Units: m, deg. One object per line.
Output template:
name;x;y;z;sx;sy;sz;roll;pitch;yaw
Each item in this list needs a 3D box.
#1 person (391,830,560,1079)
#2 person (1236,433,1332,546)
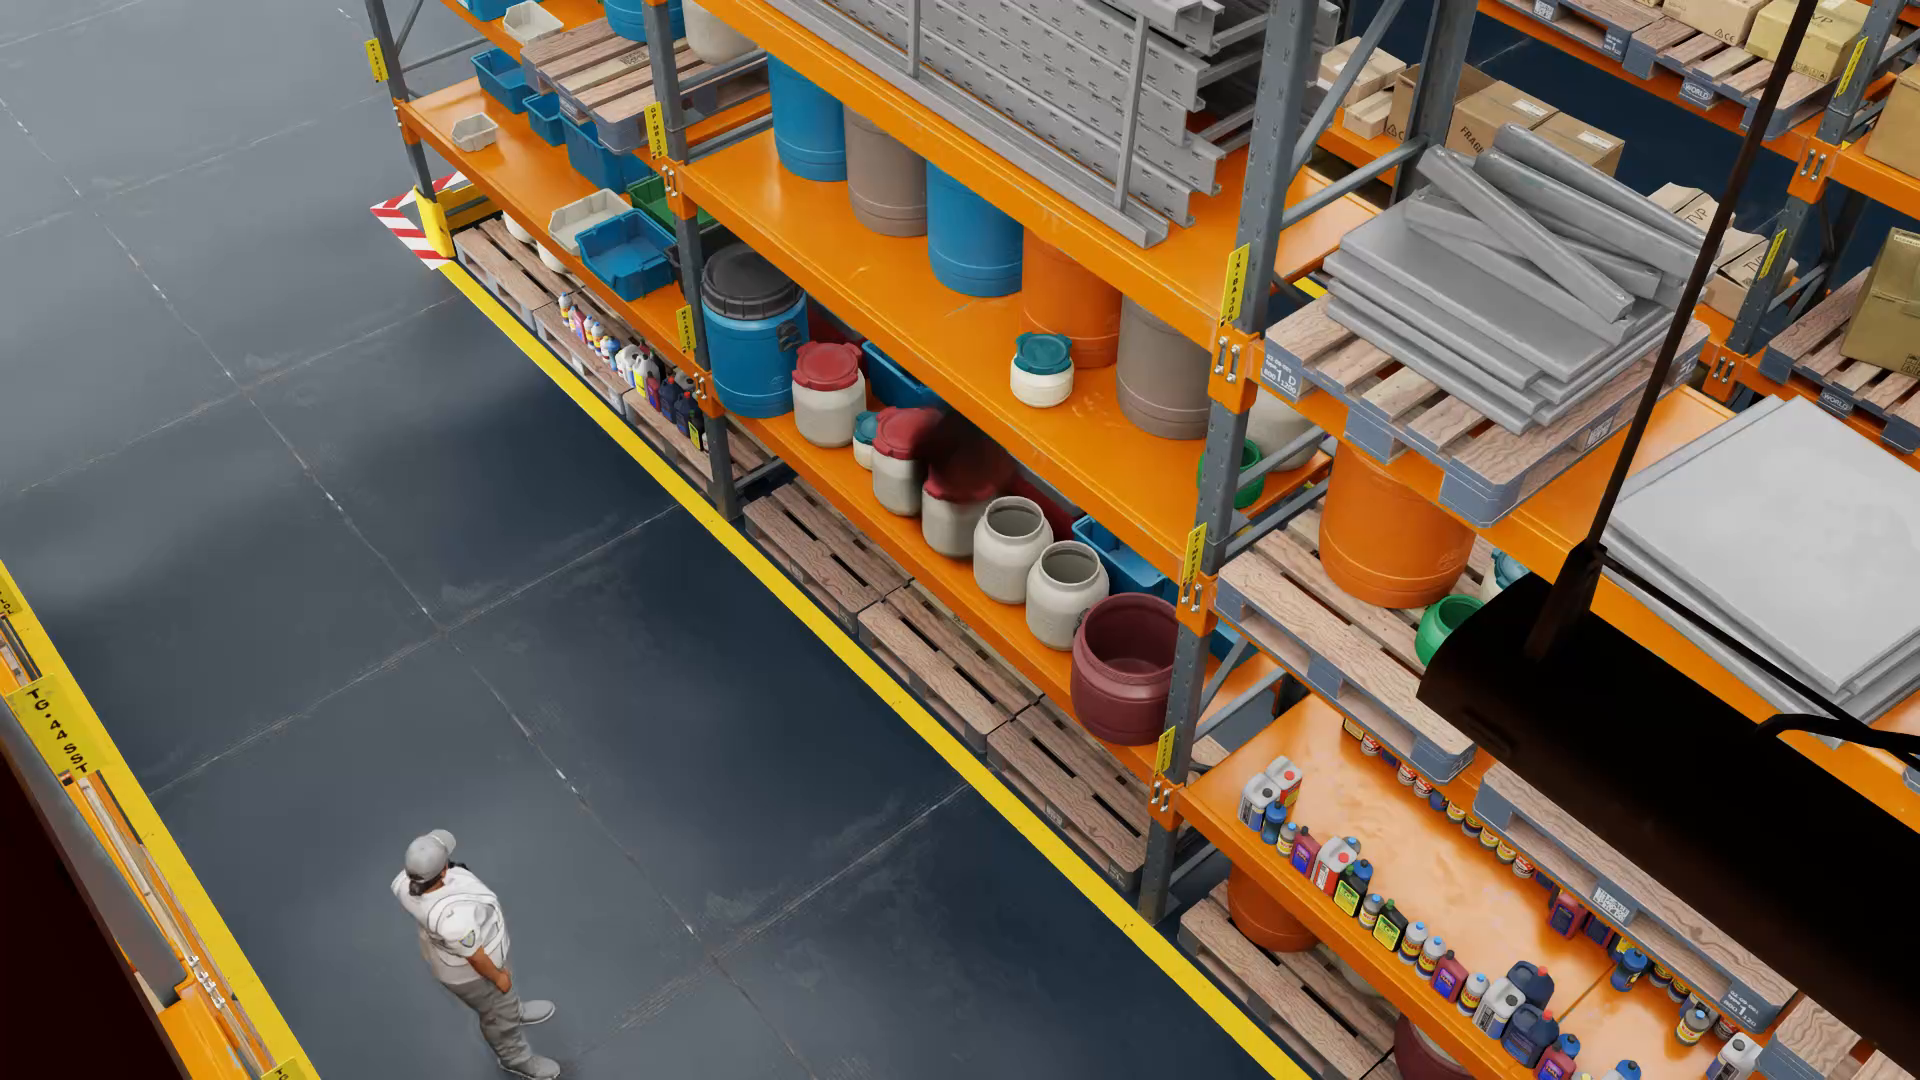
person;-2.198;1.911;7.641;0.459;1.721;0.557;-25;52;-22
person;2.172;-0.436;9.805;0.503;1.723;1.018;-31;54;-26
